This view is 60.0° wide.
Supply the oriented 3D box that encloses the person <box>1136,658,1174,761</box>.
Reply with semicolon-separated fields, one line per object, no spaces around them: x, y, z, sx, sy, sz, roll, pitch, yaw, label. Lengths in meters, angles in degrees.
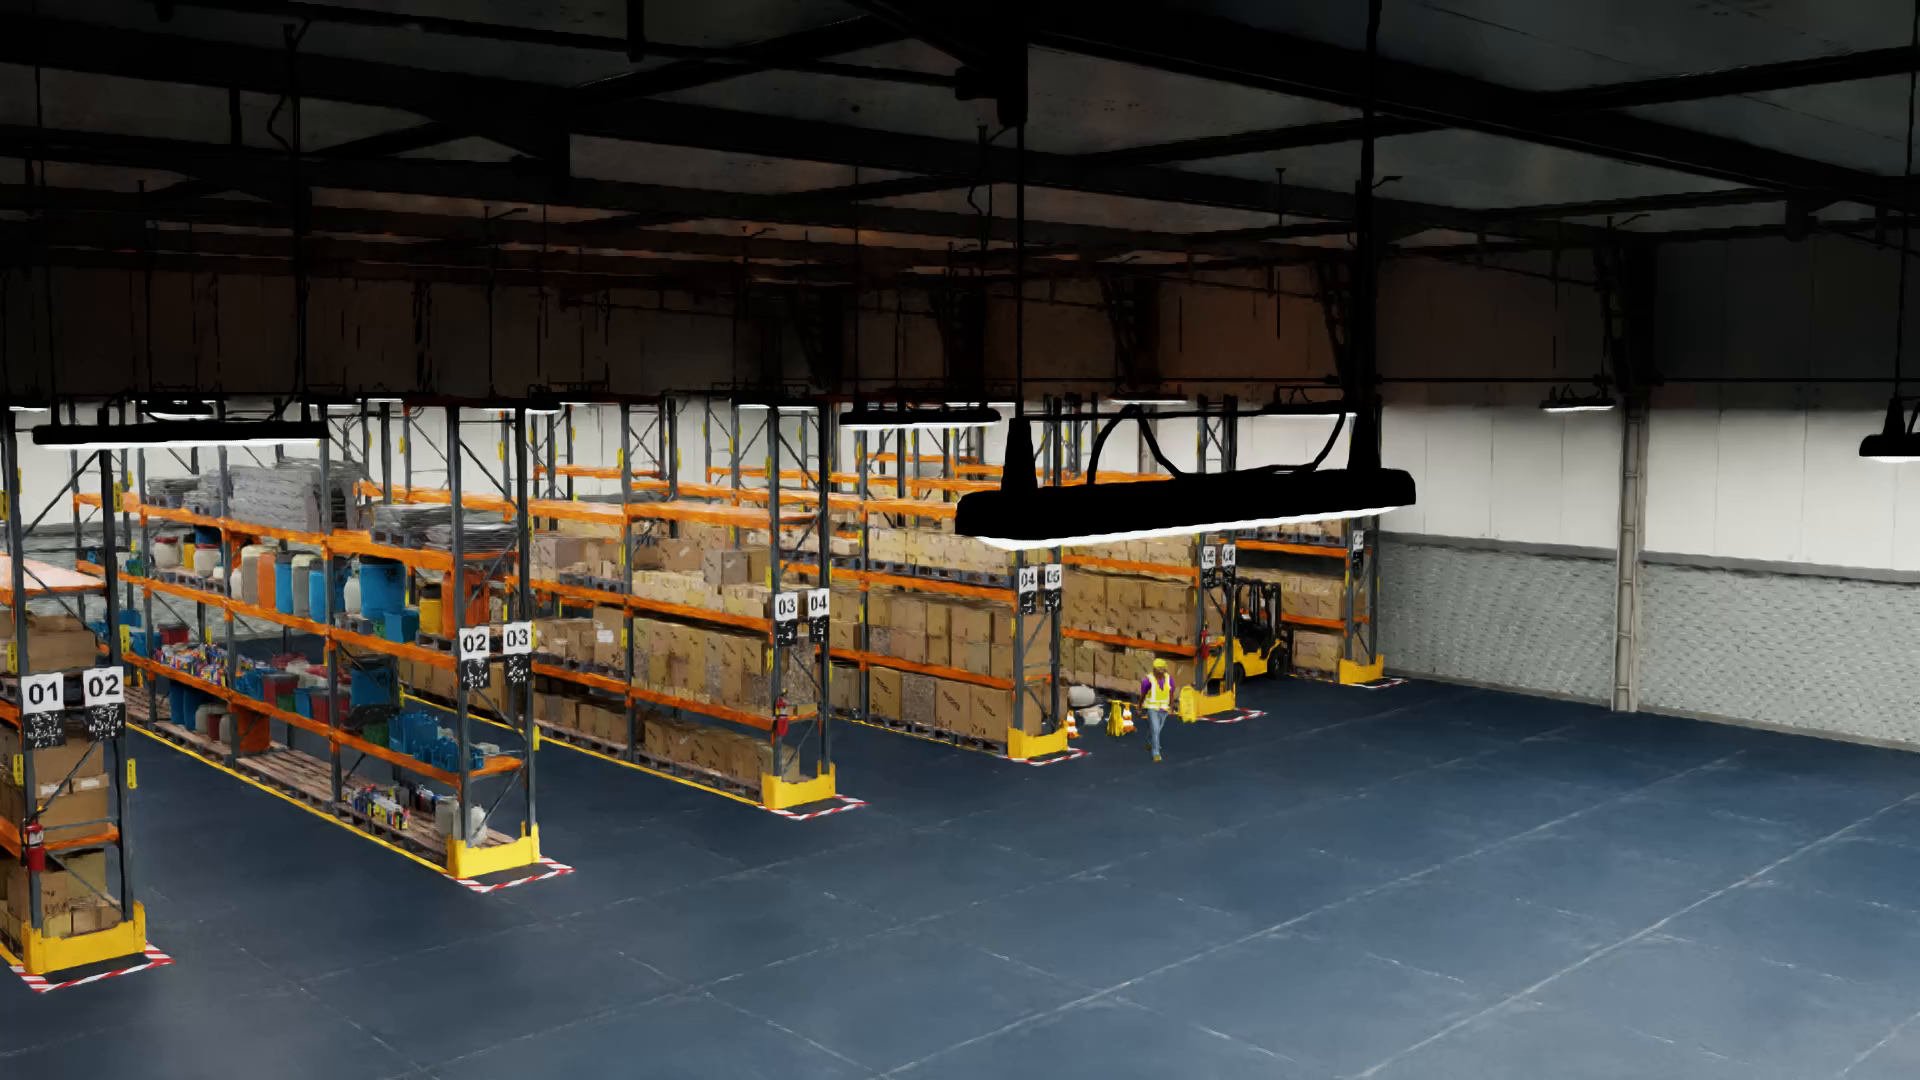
3.284;2.798;27.825;0.618;1.712;0.971;-2;6;-22;person
